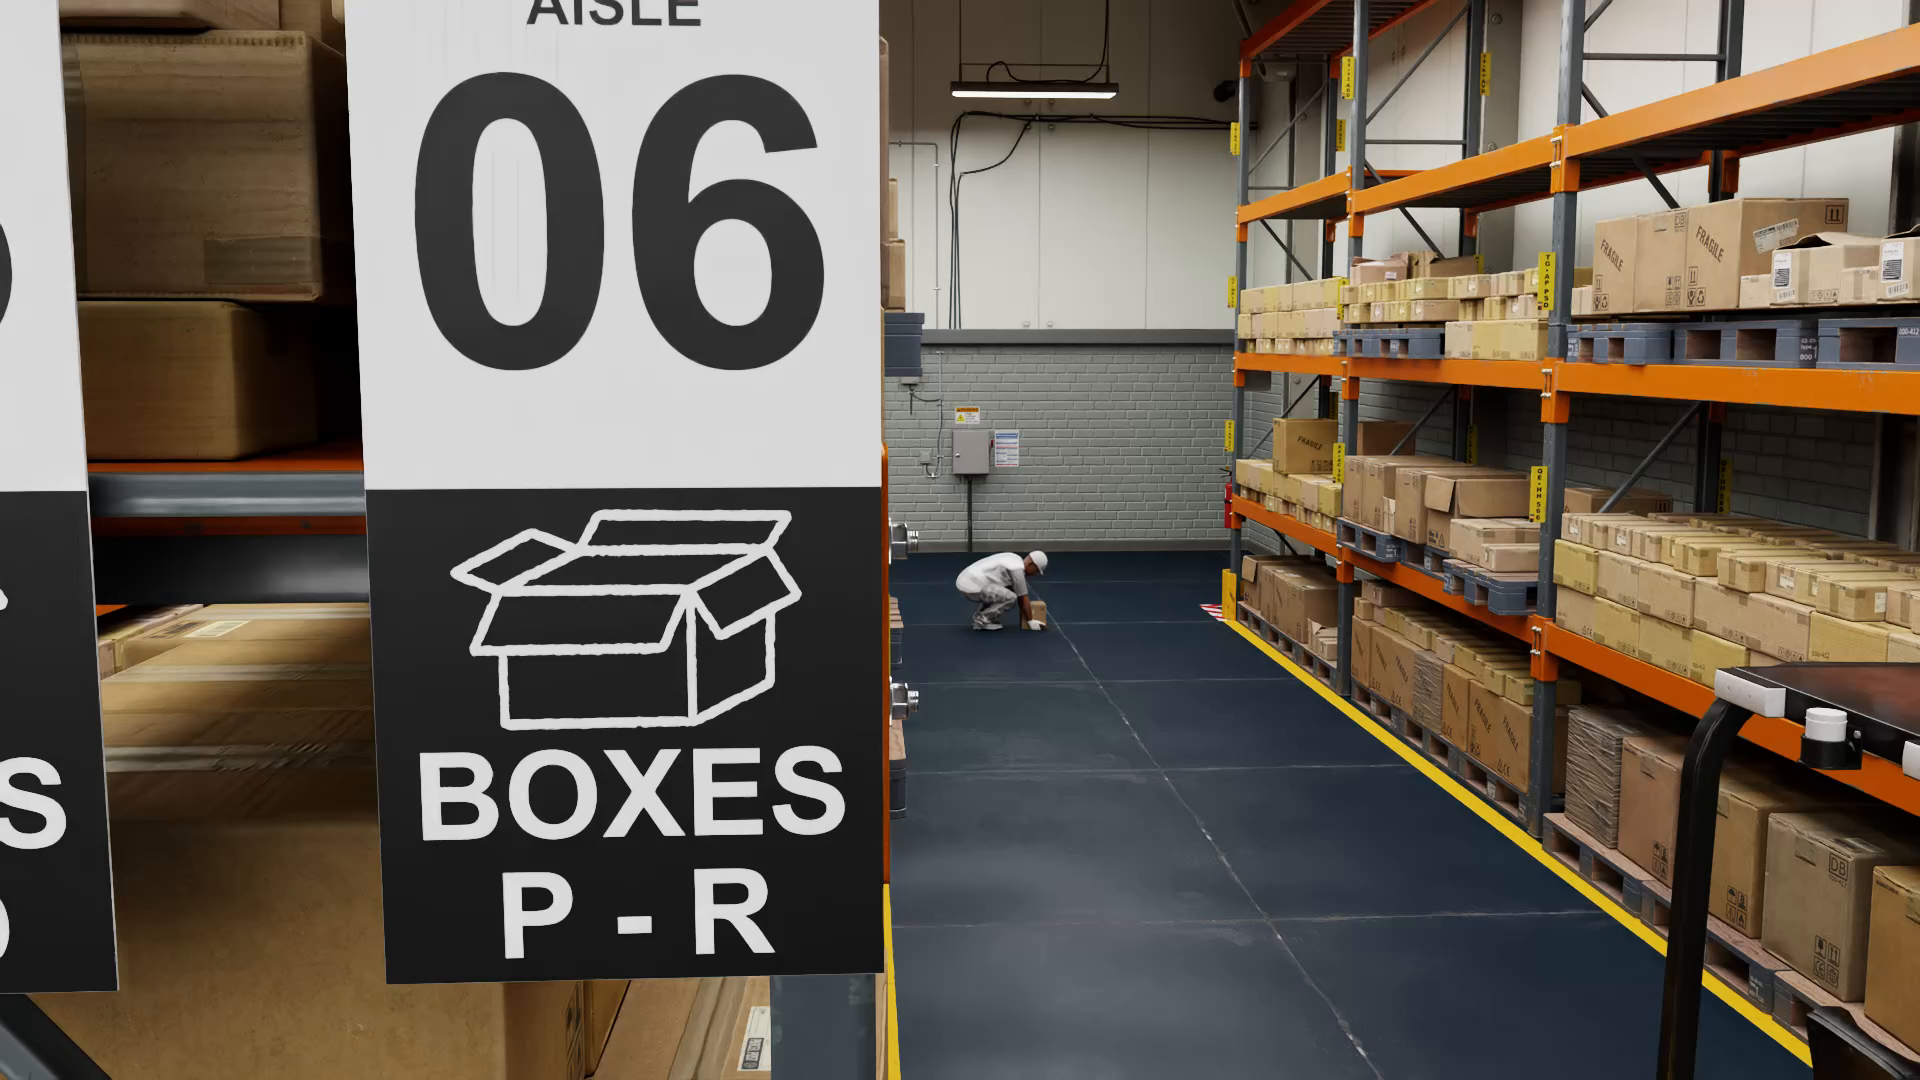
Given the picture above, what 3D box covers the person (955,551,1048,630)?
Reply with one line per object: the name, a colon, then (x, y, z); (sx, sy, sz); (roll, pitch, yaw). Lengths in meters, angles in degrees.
person: (0.431, 0.549, 17.098); (0.952, 0.864, 0.568); (-1, 7, -5)
